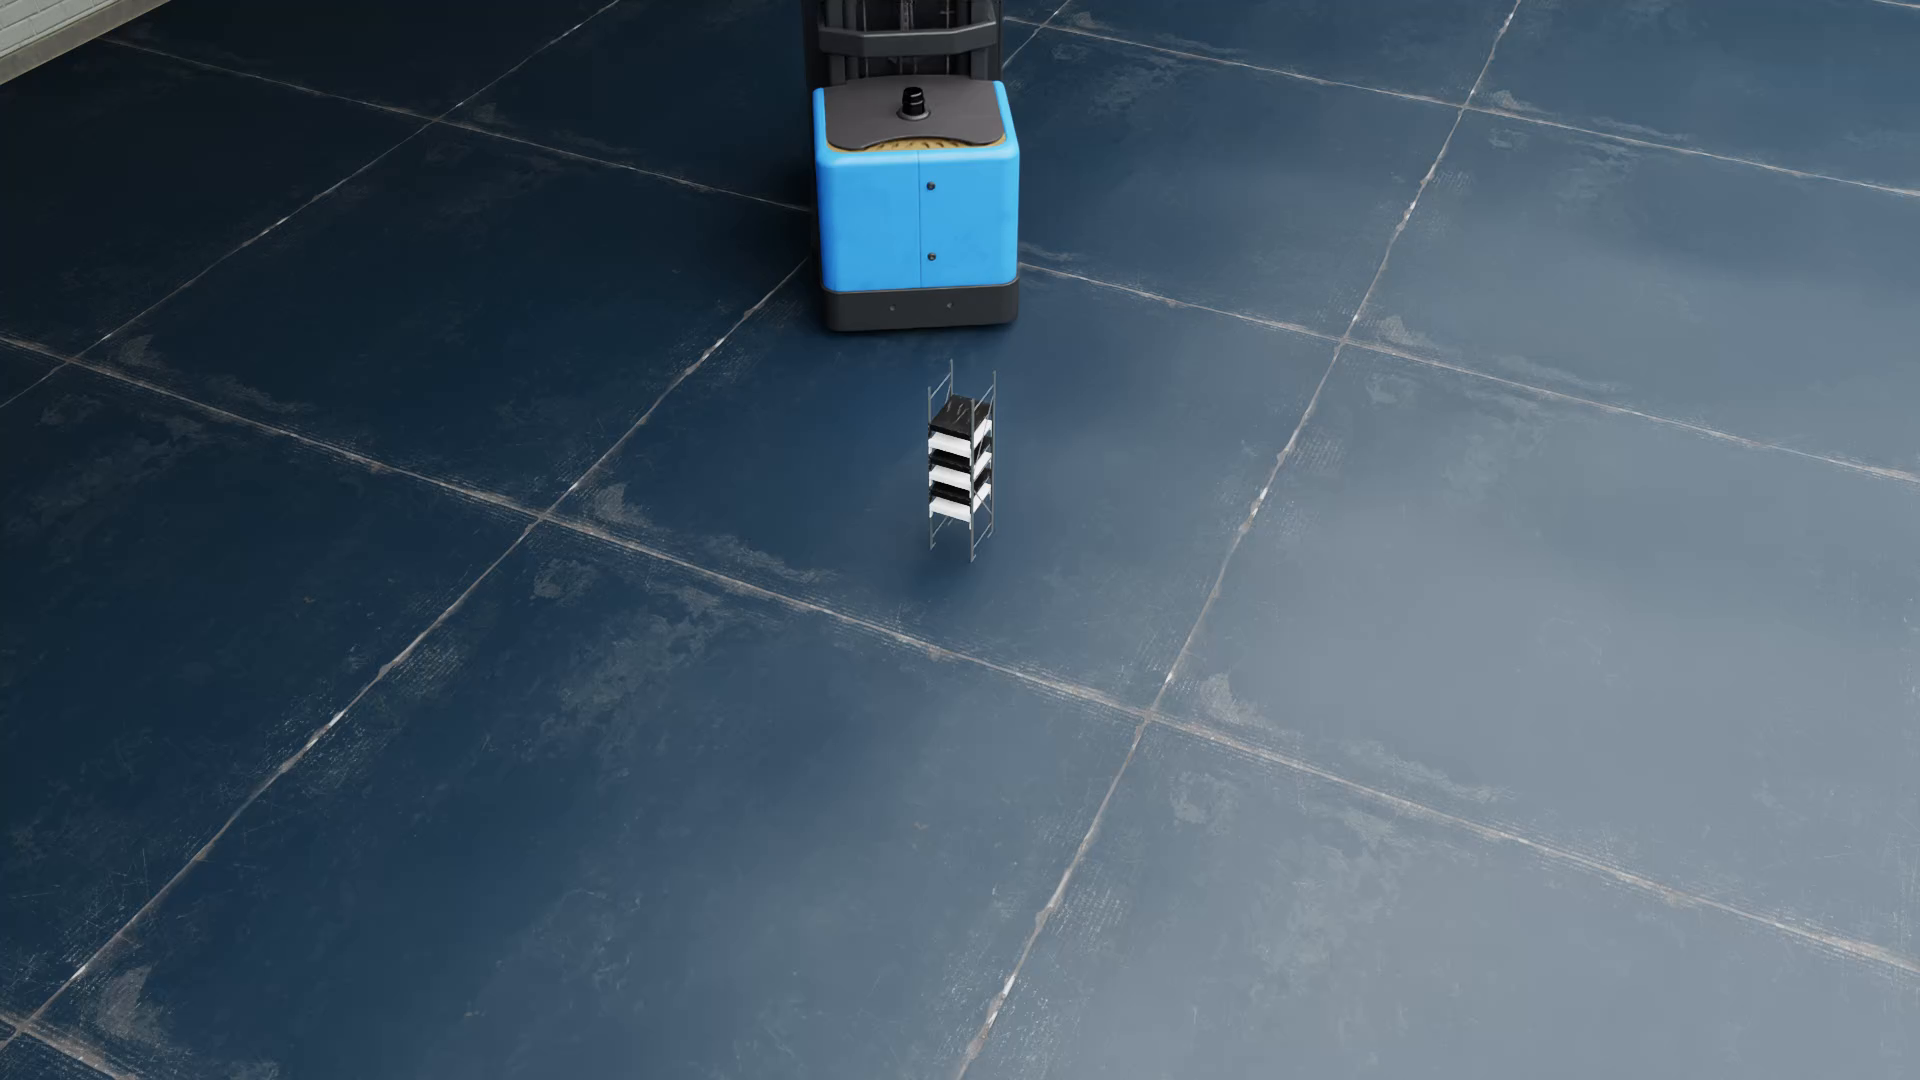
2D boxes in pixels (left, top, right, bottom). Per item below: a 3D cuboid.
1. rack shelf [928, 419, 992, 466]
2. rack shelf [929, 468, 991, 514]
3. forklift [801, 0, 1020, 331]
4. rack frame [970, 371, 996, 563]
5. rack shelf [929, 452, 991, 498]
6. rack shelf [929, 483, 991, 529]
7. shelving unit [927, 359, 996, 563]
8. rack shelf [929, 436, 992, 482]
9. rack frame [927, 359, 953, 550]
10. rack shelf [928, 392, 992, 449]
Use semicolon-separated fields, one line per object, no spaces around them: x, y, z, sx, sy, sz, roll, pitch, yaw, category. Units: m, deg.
0.007;-0.449;7.241;0.200;0.077;0.258;17;44;19;rack shelf
0.007;-0.245;7.417;0.200;0.077;0.258;17;44;19;rack shelf
-0.333;-3.168;9.051;1.130;2.935;3.031;-3;41;-4;forklift
0.099;-0.310;7.304;0.006;0.900;0.240;17;44;19;rack frame
0.007;-0.313;7.358;0.200;0.077;0.258;17;44;19;rack shelf
0.007;-0.177;7.476;0.200;0.077;0.258;17;44;19;rack shelf
0.007;-0.338;7.337;0.210;0.900;0.258;17;44;19;shelving unit
0.007;-0.381;7.299;0.200;0.077;0.258;17;44;19;rack shelf
-0.085;-0.366;7.369;0.006;0.900;0.240;17;44;19;rack frame
0.007;-0.517;7.182;0.200;0.077;0.258;17;44;19;rack shelf
